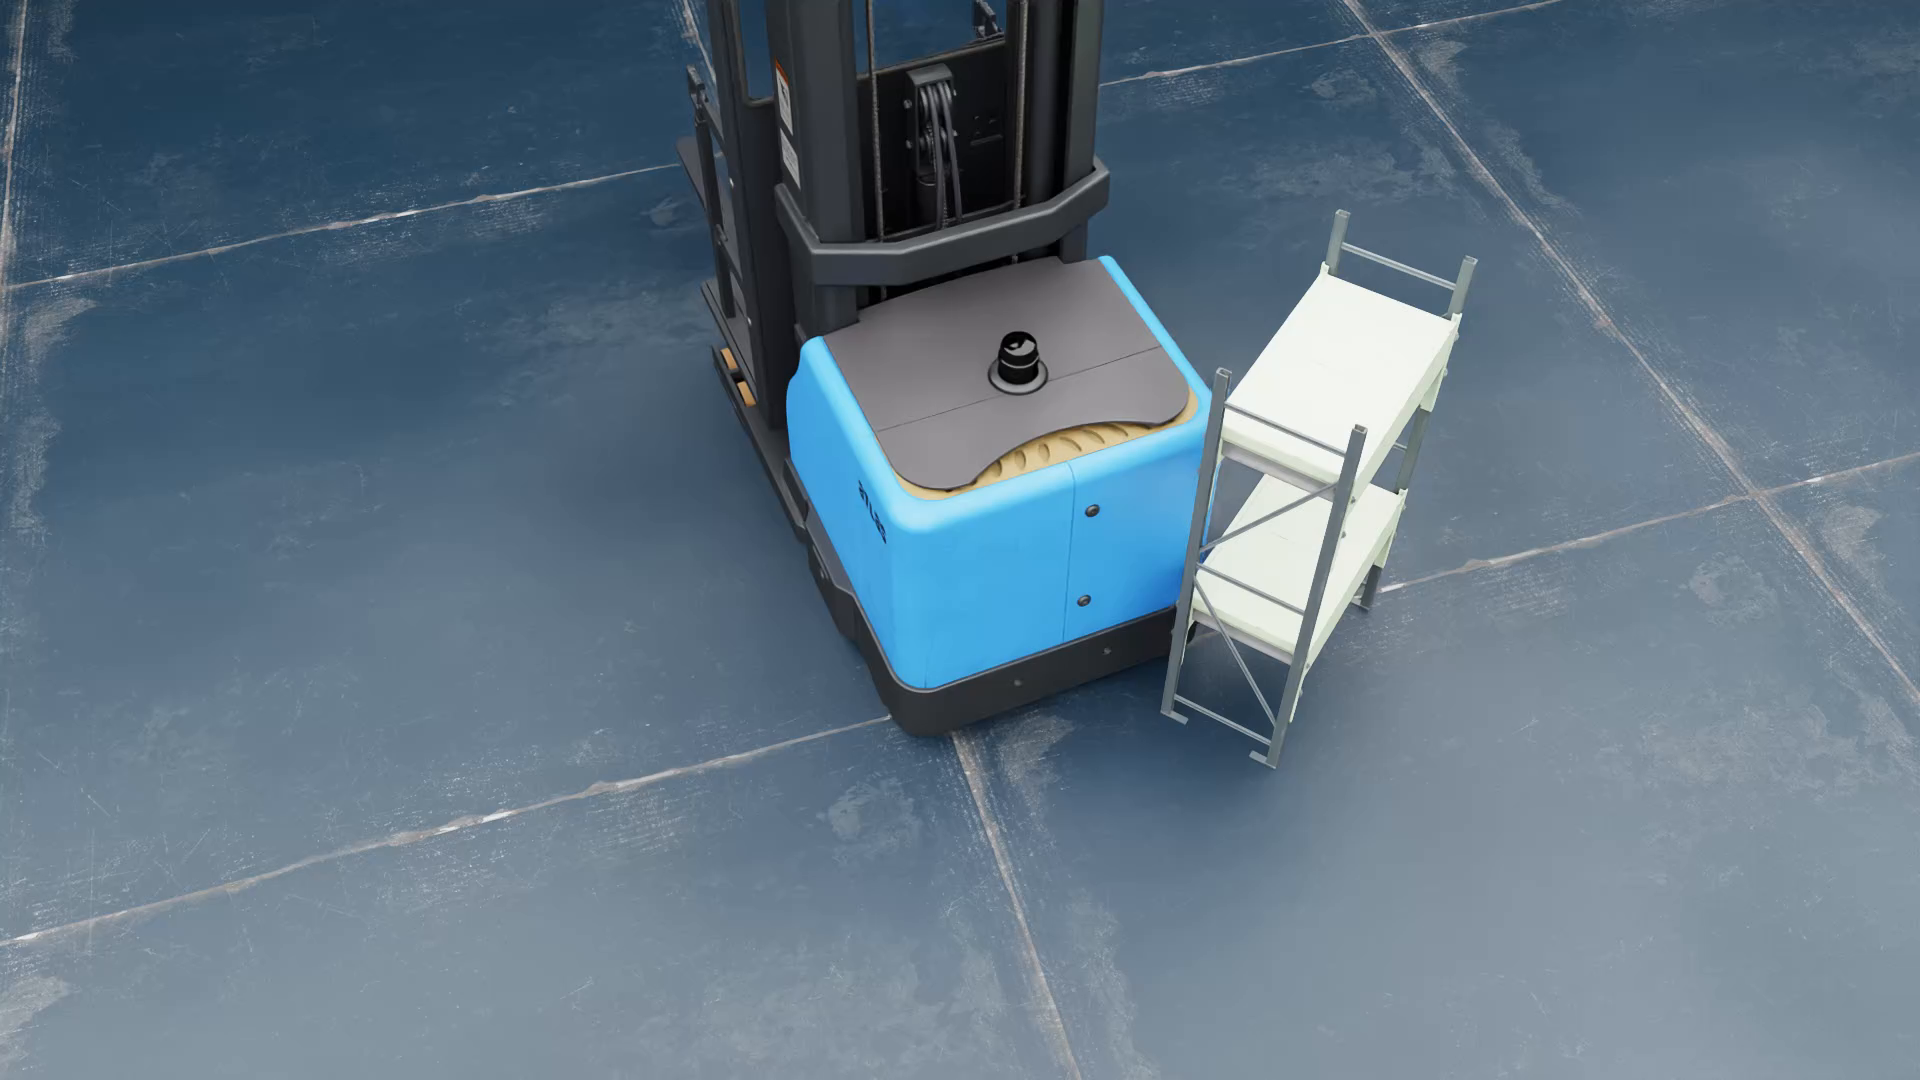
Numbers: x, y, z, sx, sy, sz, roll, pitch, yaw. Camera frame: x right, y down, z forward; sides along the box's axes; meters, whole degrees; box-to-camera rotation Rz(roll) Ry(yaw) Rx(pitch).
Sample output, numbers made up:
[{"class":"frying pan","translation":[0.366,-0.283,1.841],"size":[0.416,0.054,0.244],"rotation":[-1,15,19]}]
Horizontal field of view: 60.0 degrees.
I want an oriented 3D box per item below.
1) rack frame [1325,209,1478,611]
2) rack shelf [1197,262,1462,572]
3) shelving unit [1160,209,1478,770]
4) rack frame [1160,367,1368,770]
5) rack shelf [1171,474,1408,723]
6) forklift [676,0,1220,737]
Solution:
[{"class":"rack frame","translation":[1.201,-0.334,5.051],"size":[0.400,1.500,0.023],"rotation":[26,54,20]},{"class":"rack shelf","translation":[1.006,-0.349,4.553],"size":[0.431,0.370,0.720],"rotation":[26,54,20]},{"class":"shelving unit","translation":[1.006,-0.097,4.851],"size":[0.431,1.500,0.755],"rotation":[26,54,20]},{"class":"rack frame","translation":[0.812,0.140,4.651],"size":[0.400,1.500,0.023],"rotation":[26,54,20]},{"class":"rack shelf","translation":[1.006,0.113,5.100],"size":[0.431,0.370,0.720],"rotation":[26,54,20]},{"class":"forklift","translation":[-0.270,-1.487,5.086],"size":[1.130,2.935,3.031],"rotation":[-18,52,-15]}]
